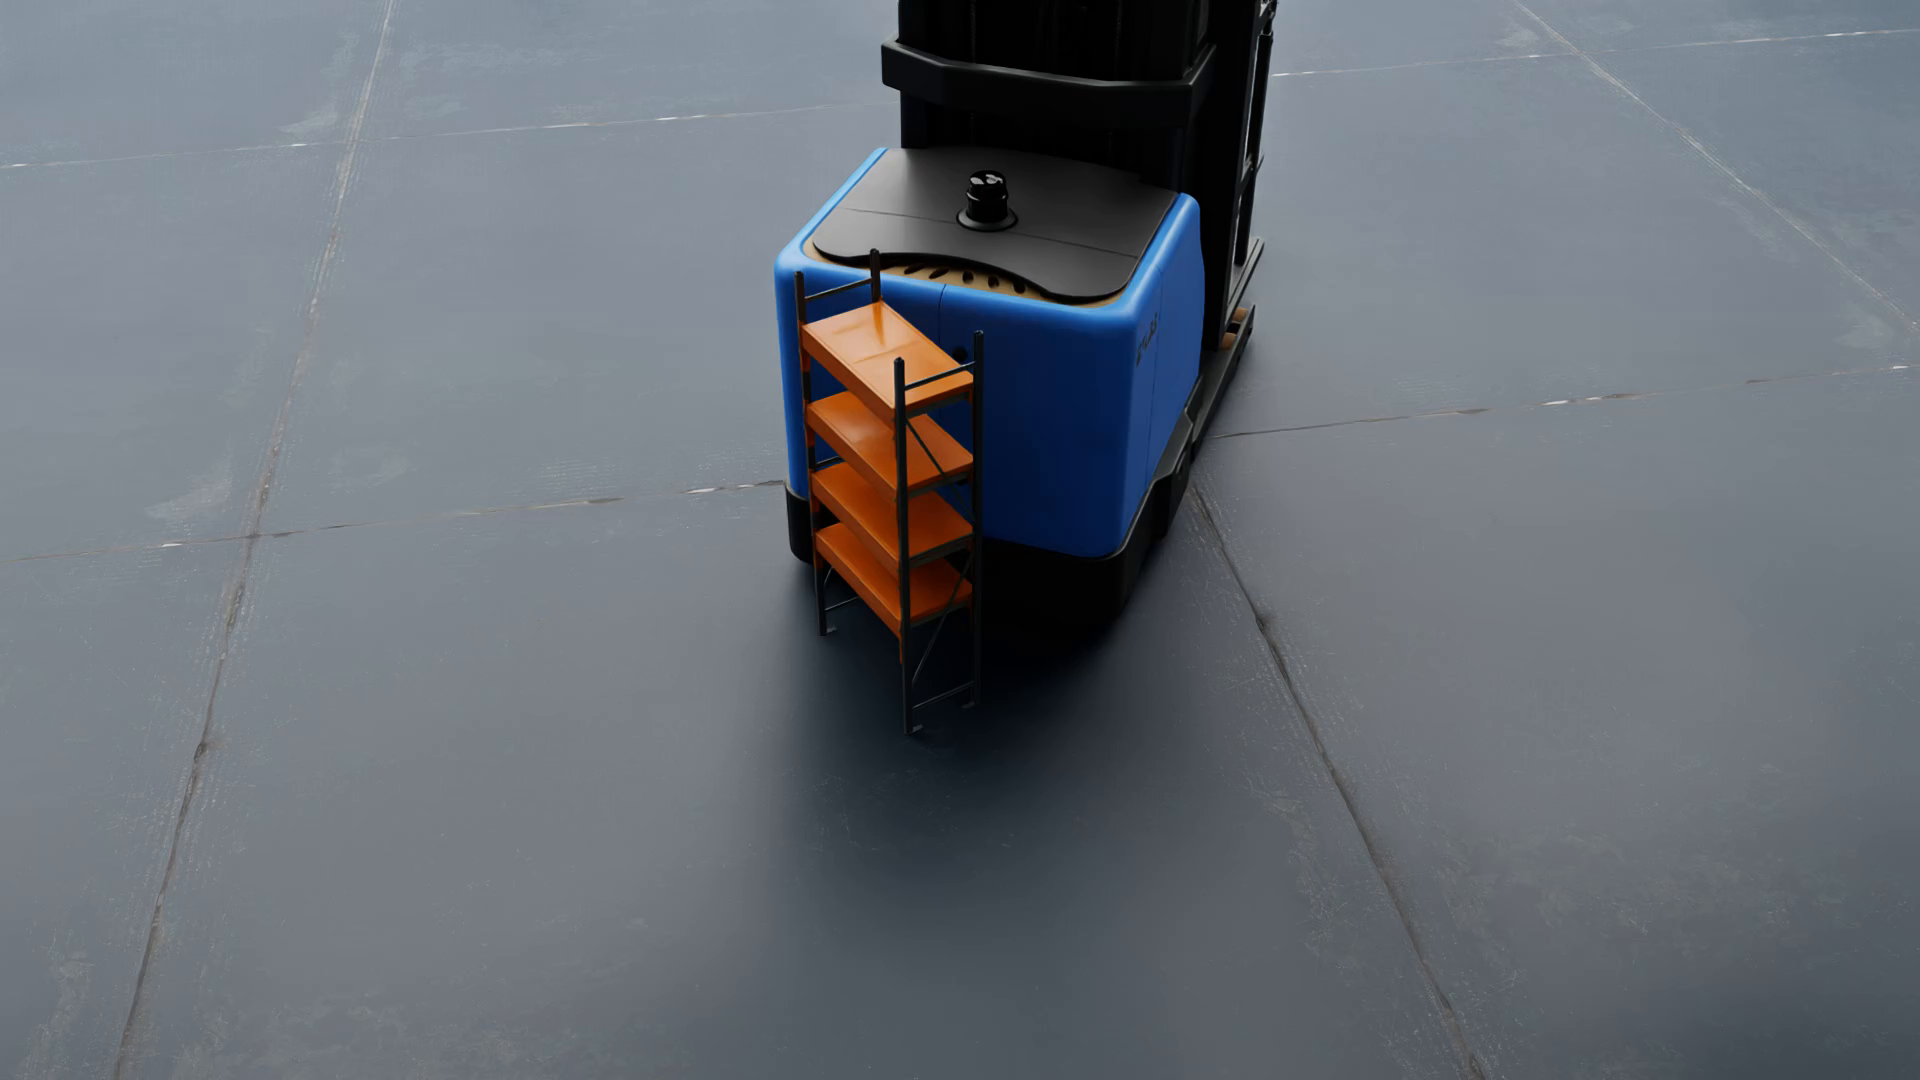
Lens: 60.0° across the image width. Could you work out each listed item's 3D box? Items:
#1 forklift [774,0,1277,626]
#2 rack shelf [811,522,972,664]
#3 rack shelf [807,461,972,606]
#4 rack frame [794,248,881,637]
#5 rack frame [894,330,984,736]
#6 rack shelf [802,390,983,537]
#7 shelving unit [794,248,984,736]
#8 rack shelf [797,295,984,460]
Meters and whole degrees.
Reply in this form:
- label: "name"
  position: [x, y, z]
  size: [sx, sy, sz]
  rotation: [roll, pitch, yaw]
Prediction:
- label: "forklift"
  position: [0.448, -1.817, 5.200]
  size: [1.130, 2.935, 3.031]
  rotation: [12, 39, 15]
- label: "rack shelf"
  position: [-0.180, 0.105, 4.570]
  size: [0.258, 0.148, 0.480]
  rotation: [-21, 43, -25]
- label: "rack shelf"
  position: [-0.180, -0.052, 4.448]
  size: [0.258, 0.148, 0.480]
  rotation: [-21, 43, -25]
- label: "rack frame"
  position: [-0.311, -0.231, 4.569]
  size: [0.240, 1.200, 0.015]
  rotation: [-21, 43, -25]
- label: "rack frame"
  position: [-0.048, 0.021, 4.245]
  size: [0.240, 1.200, 0.015]
  rotation: [-21, 43, -25]
- label: "rack shelf"
  position: [-0.180, -0.228, 4.311]
  size: [0.258, 0.148, 0.480]
  rotation: [-21, 43, -25]
- label: "shelving unit"
  position: [-0.180, -0.105, 4.407]
  size: [0.258, 1.200, 0.503]
  rotation: [-21, 43, -25]
- label: "rack shelf"
  position: [-0.180, -0.415, 4.166]
  size: [0.258, 0.148, 0.480]
  rotation: [-21, 43, -25]
